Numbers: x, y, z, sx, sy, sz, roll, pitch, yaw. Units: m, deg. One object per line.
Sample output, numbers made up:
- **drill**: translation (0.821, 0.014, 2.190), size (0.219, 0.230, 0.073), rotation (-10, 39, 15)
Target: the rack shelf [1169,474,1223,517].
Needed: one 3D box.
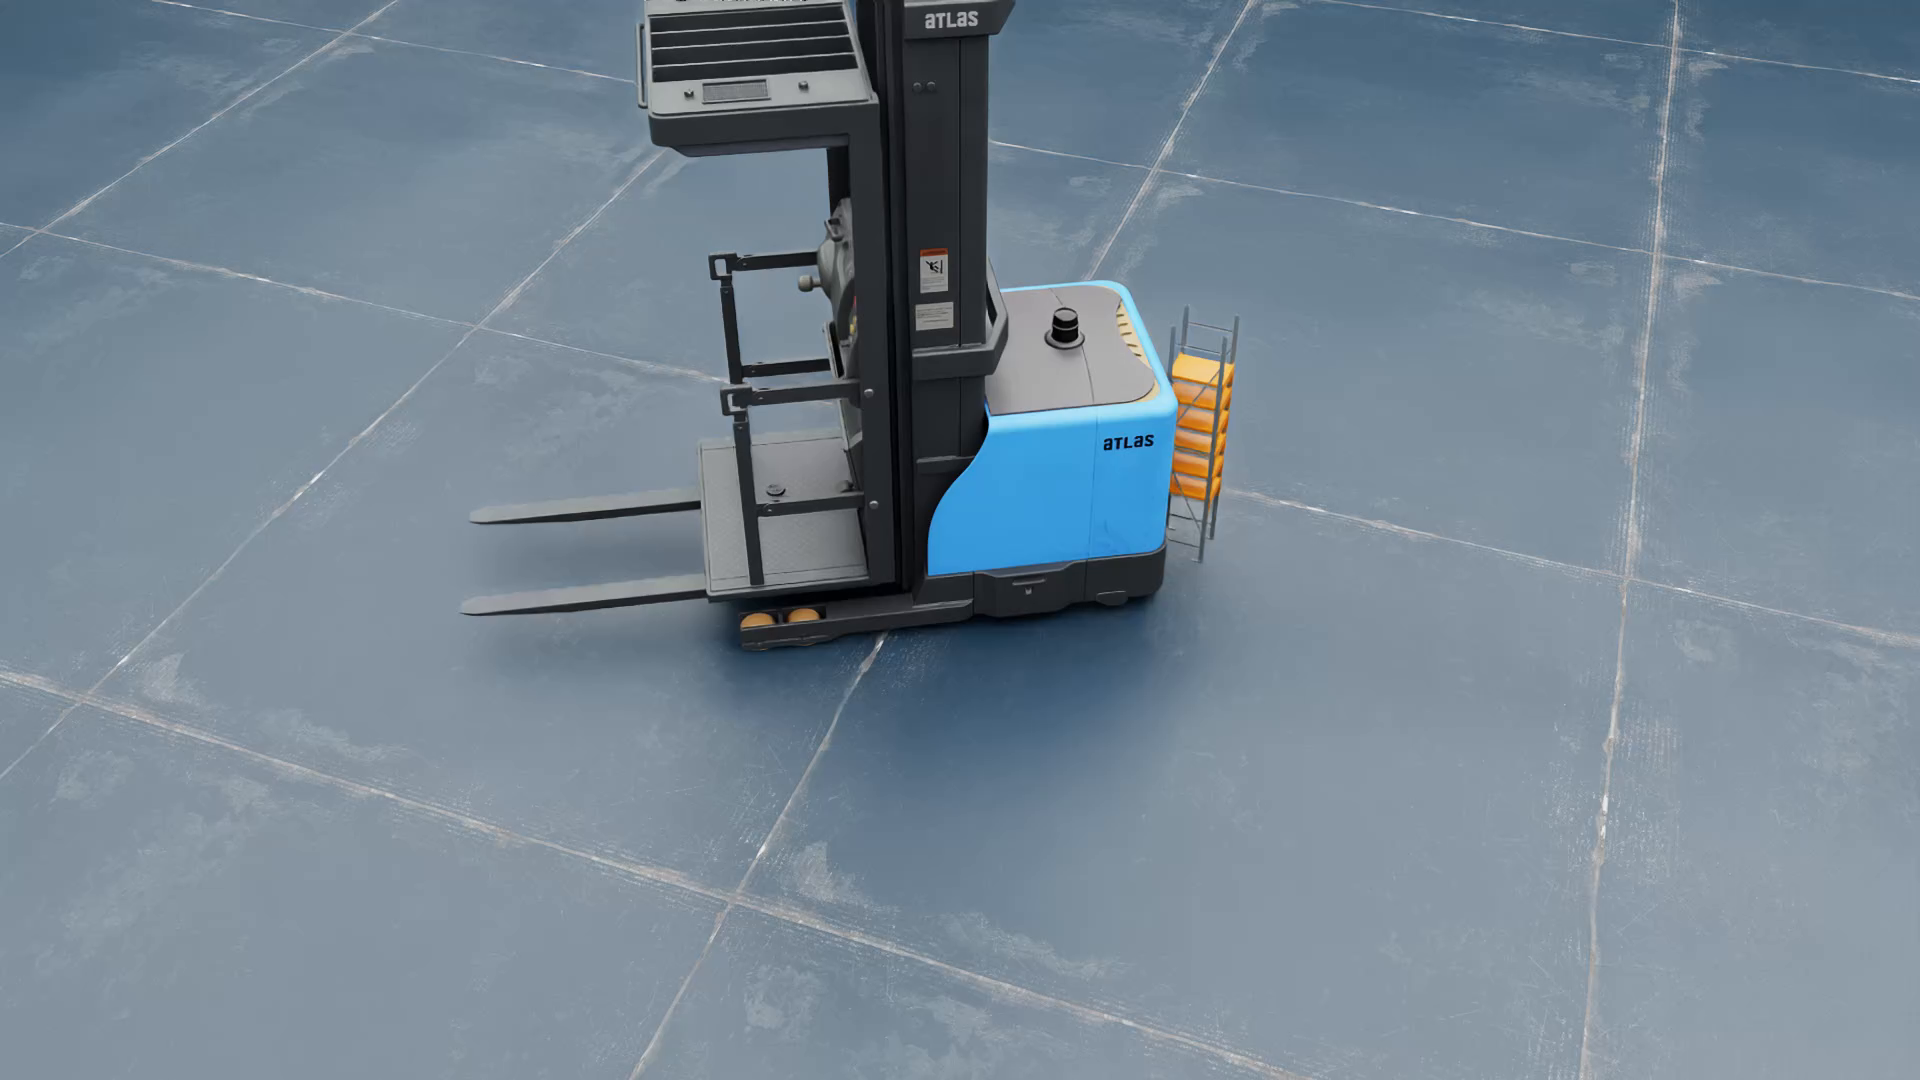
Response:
- **rack shelf**: translation (1.027, -0.223, 7.473), size (0.258, 0.103, 0.180), rotation (15, 41, 18)

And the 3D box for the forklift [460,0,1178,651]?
- **forklift**: translation (-0.663, -1.008, 6.626), size (3.031, 2.935, 1.130), rotation (-6, 41, -7)

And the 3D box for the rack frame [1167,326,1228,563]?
- **rack frame**: translation (0.990, -0.392, 7.229), size (0.240, 1.200, 0.006), rotation (15, 41, 18)

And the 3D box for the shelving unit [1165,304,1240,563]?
- **shelving unit**: translation (1.026, -0.445, 7.294), size (0.258, 1.200, 0.189), rotation (15, 41, 18)

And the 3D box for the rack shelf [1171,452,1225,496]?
- **rack shelf**: translation (1.027, -0.317, 7.398), size (0.258, 0.103, 0.180), rotation (15, 41, 18)

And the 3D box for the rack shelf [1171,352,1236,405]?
- **rack shelf**: translation (1.025, -0.690, 7.096), size (0.258, 0.103, 0.180), rotation (15, 41, 18)

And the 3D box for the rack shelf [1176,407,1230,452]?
- **rack shelf**: translation (1.026, -0.503, 7.247), size (0.258, 0.103, 0.180), rotation (15, 41, 18)

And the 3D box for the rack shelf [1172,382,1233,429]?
- **rack shelf**: translation (1.025, -0.597, 7.171), size (0.258, 0.103, 0.180), rotation (15, 41, 18)

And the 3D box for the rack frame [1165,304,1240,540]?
- **rack frame**: translation (1.062, -0.498, 7.360), size (0.240, 1.200, 0.006), rotation (15, 41, 18)

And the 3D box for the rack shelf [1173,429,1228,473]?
- **rack shelf**: translation (1.026, -0.410, 7.322), size (0.258, 0.103, 0.180), rotation (15, 41, 18)
